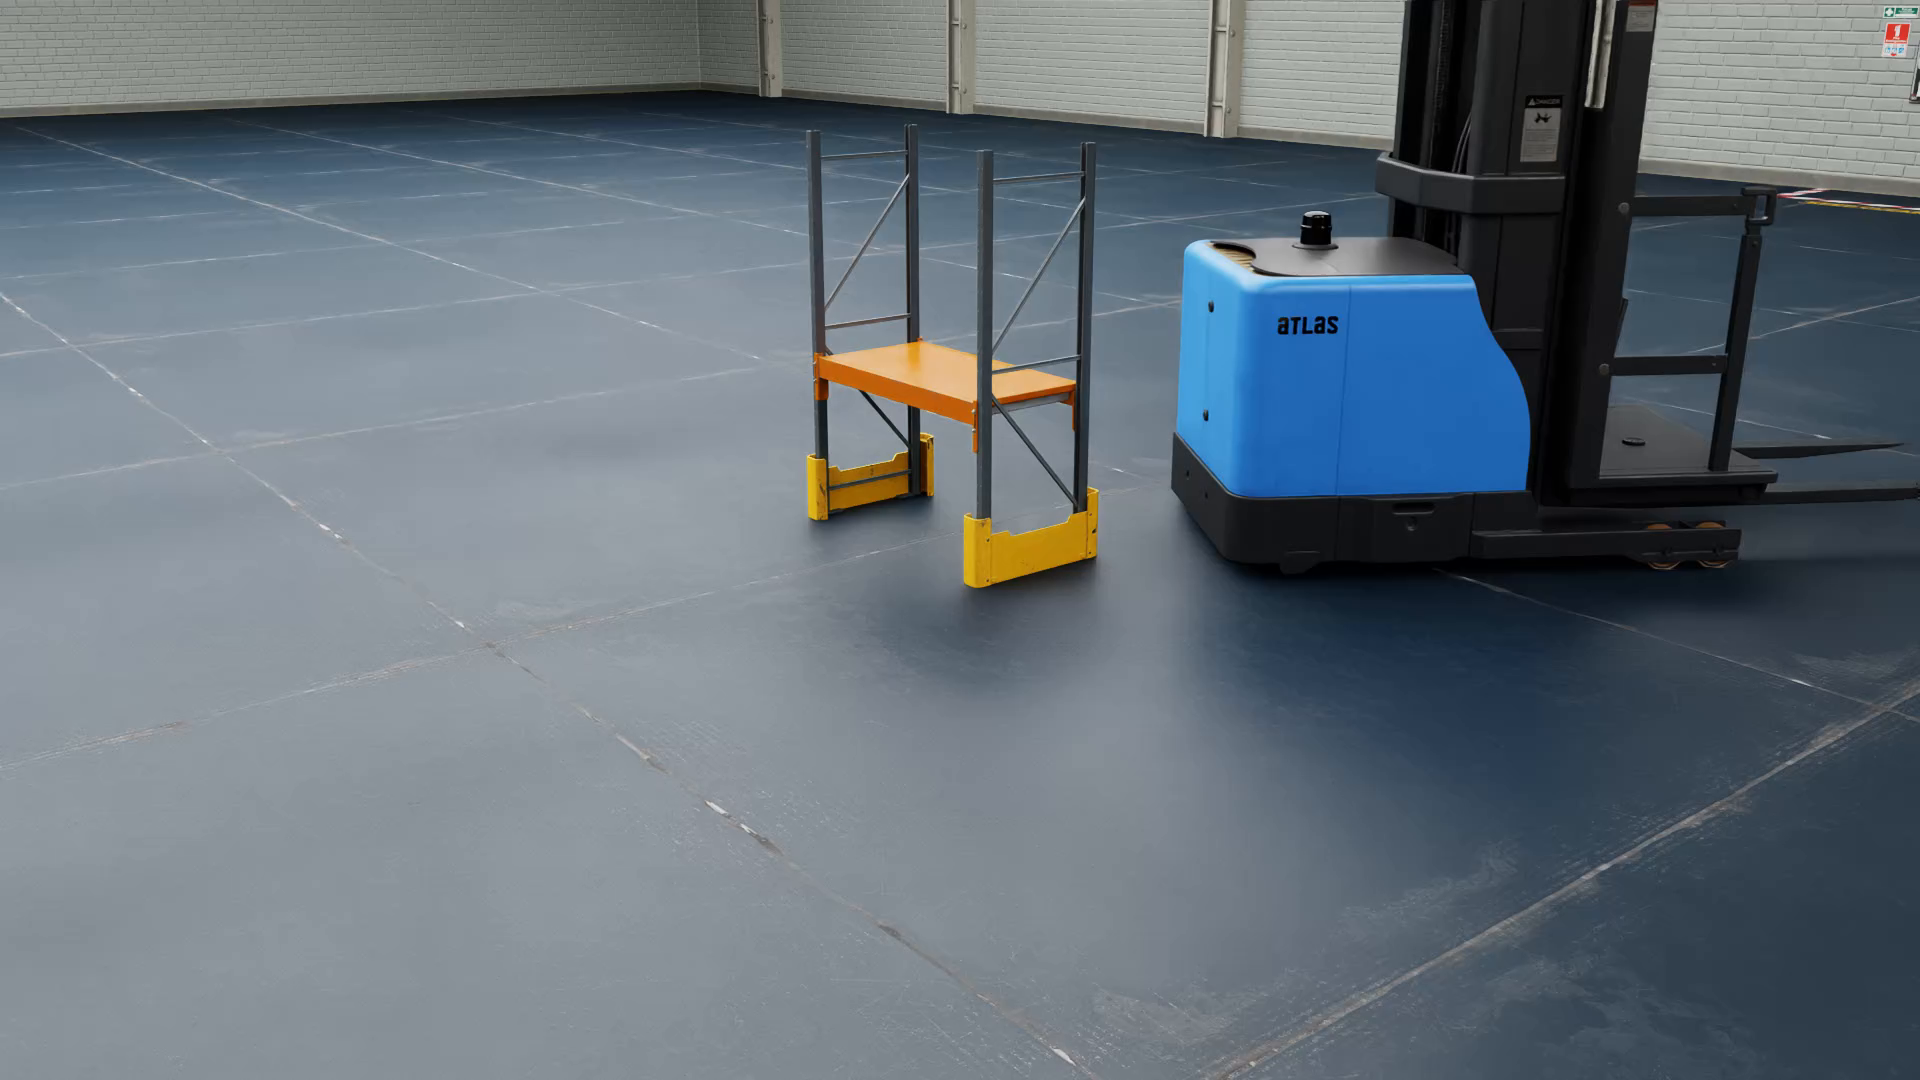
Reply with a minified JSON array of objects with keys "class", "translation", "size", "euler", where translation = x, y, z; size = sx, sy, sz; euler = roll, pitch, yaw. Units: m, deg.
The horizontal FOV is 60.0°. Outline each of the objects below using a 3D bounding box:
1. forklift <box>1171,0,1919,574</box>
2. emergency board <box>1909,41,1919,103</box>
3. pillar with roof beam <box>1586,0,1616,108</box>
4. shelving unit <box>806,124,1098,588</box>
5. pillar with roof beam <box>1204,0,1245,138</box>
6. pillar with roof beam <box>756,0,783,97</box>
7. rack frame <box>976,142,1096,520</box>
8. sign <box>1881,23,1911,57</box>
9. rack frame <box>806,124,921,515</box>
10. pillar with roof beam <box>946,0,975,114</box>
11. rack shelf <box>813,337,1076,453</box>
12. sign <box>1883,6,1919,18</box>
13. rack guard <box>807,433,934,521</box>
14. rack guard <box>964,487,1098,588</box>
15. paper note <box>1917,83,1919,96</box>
[{"class":"forklift","translation":[2.408,-1.445,6.064],"size":[3.031,2.935,1.130],"euler":[-2,18,-5]},{"class":"emergency board","translation":[9.690,-4.864,16.279],"size":[0.157,1.169,0.626],"euler":[-14,23,-36]},{"class":"pillar with roof beam","translation":[4.085,-7.728,15.385],"size":[9.100,9.000,0.400],"euler":[-14,23,-36]},{"class":"shelving unit","translation":[-0.047,-0.731,6.183],"size":[0.587,1.500,1.083],"euler":[-14,23,-36]},{"class":"pillar with roof beam","translation":[0.360,-9.206,19.850],"size":[9.100,9.000,0.400],"euler":[-14,23,-36]},{"class":"pillar with roof beam","translation":[-7.091,-12.163,28.780],"size":[9.100,9.000,0.400],"euler":[-14,23,-36]},{"class":"rack frame","translation":[0.263,-0.608,5.812],"size":[0.500,1.500,0.032],"euler":[-14,23,-36]},{"class":"sign","translation":[9.418,-5.031,16.729],"size":[0.001,0.329,0.234],"euler":[-14,23,-36]},{"class":"rack frame","translation":[-0.369,-0.858,6.569],"size":[0.500,1.500,0.032],"euler":[-14,23,-36]},{"class":"pillar with roof beam","translation":[-3.366,-10.685,24.315],"size":[9.100,9.000,0.400],"euler":[-14,23,-36]},{"class":"rack shelf","translation":[-0.053,-0.562,6.247],"size":[0.538,0.185,1.000],"euler":[-14,23,-36]},{"class":"sign","translation":[9.414,-5.280,16.637],"size":[0.001,0.109,0.331],"euler":[-14,23,-36]},{"class":"rack guard","translation":[-0.357,-0.260,6.751],"size":[0.587,0.250,0.087],"euler":[-14,23,-36]},{"class":"rack guard","translation":[0.262,-0.015,6.009],"size":[0.587,0.250,0.087],"euler":[-14,23,-36]},{"class":"paper note","translation":[9.625,-4.497,16.573],"size":[0.016,0.148,0.142],"euler":[-14,23,-36]}]
